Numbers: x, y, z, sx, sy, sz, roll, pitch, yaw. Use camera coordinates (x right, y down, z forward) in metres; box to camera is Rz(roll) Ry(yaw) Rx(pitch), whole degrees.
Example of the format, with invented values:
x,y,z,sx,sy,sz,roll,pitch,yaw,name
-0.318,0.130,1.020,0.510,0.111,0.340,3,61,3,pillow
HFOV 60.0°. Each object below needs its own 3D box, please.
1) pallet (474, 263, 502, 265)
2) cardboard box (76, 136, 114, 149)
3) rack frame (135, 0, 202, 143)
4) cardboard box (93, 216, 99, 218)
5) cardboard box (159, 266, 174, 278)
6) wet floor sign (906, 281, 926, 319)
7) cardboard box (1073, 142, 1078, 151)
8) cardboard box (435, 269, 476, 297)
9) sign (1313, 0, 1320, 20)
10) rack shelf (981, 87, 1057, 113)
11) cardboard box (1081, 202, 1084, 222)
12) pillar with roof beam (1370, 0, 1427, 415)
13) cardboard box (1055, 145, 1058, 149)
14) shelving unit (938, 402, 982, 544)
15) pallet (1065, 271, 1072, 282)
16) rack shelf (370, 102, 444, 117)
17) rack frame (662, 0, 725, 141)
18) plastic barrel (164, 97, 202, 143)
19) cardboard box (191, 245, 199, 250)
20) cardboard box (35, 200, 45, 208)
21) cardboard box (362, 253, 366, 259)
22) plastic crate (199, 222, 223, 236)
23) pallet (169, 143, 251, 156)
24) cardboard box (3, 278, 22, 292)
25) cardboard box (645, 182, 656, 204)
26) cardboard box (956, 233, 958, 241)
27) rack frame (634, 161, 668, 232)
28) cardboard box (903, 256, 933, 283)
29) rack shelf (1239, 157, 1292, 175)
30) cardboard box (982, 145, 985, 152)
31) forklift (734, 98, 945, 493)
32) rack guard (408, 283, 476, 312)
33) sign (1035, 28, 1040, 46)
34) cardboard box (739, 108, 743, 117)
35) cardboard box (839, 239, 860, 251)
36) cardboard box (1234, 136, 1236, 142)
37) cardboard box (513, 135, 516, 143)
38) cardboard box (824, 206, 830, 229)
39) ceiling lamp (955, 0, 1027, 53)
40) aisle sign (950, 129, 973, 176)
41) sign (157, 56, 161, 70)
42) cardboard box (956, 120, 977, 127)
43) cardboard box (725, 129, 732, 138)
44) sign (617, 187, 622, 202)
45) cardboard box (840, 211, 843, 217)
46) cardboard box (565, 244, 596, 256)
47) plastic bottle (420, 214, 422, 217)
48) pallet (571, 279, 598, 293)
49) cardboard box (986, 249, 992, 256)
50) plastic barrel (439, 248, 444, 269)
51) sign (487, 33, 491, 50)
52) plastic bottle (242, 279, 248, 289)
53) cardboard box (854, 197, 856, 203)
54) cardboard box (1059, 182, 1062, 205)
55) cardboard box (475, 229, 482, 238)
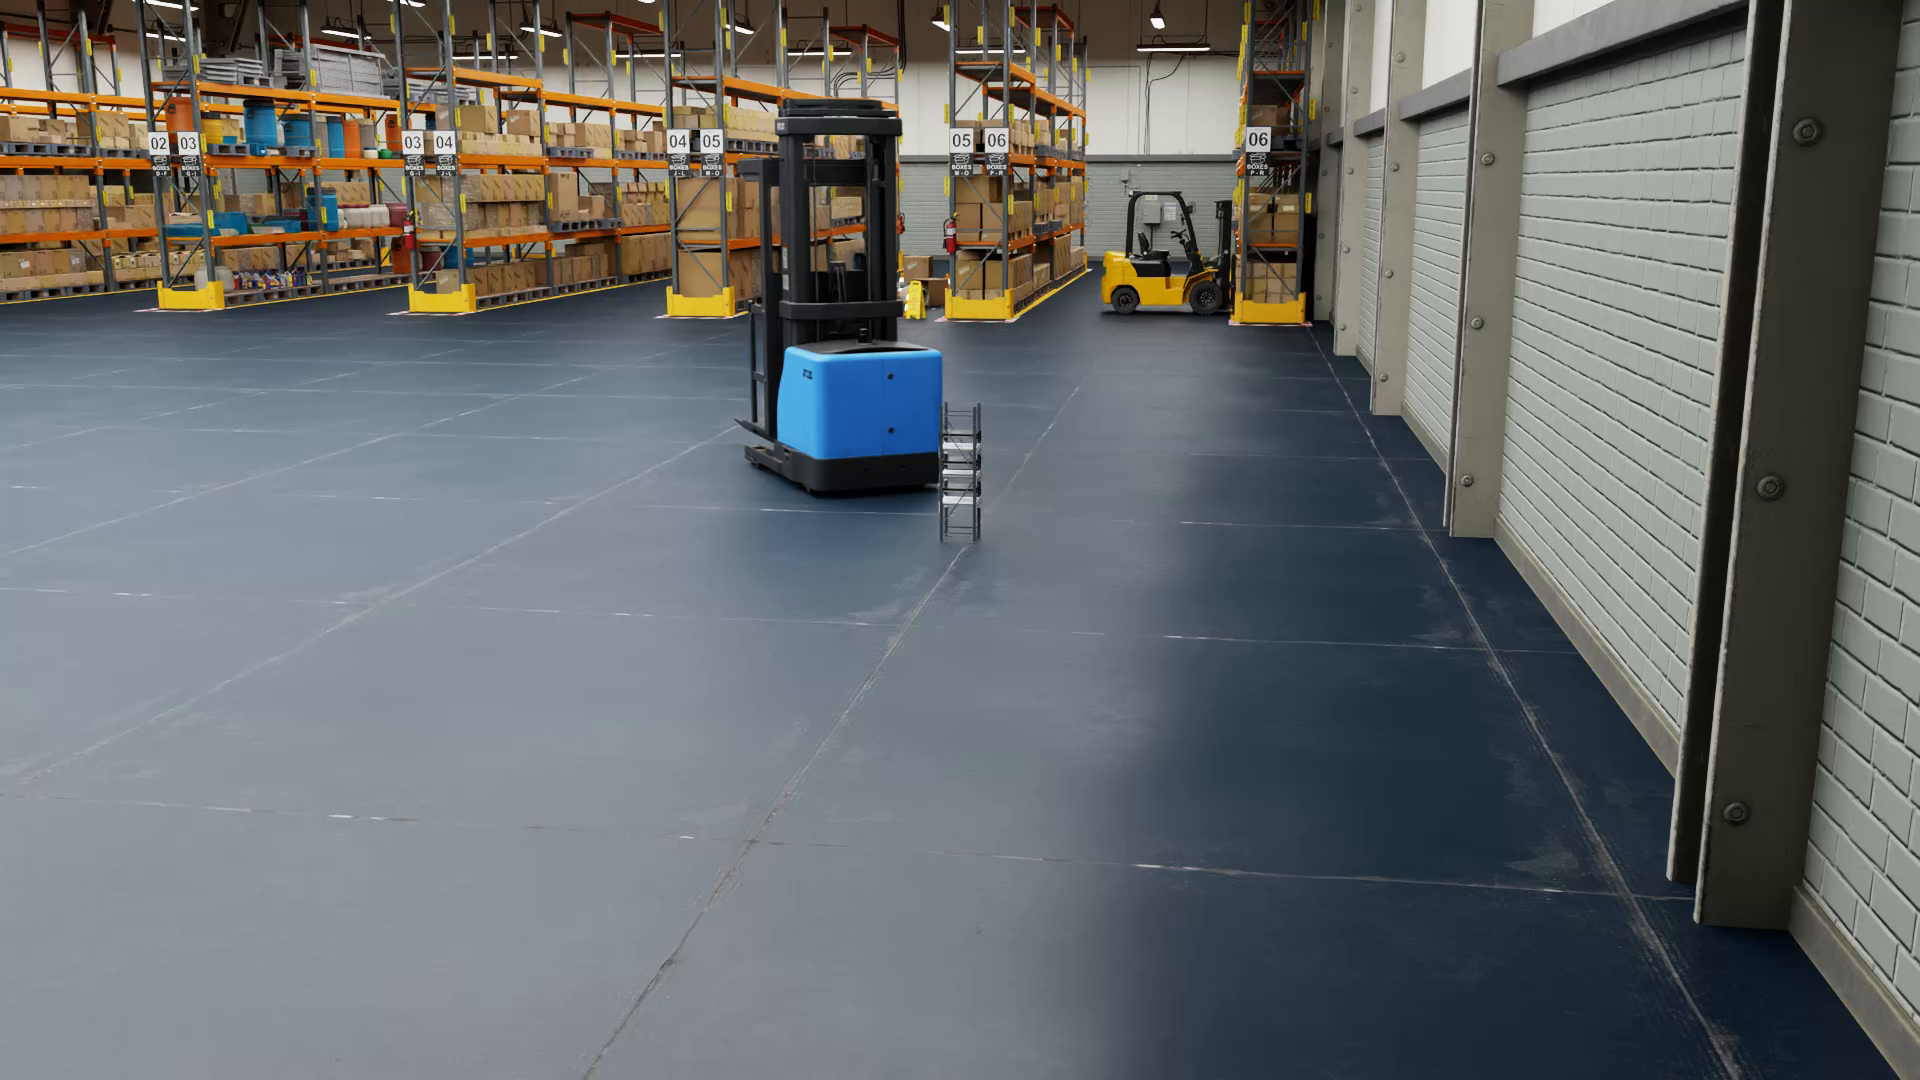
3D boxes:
x,y,z,sx,sy,sz,roll,pitch,yaw,name
-12.442,-7.088,43.380,1.003,0.211,1.213,2,12,9,pallet
-18.536,-8.519,35.641,0.500,0.250,0.500,3,13,15,cardboard box
-14.362,-8.731,30.147,1.000,3.000,0.127,2,12,9,rack frame
-22.263,-8.214,42.534,0.380,0.149,0.250,2,12,9,cardboard box
-18.098,-6.050,37.474,0.500,0.250,0.500,2,12,10,cardboard box
-0.762,-4.161,28.770,0.267,0.644,0.232,7,14,28,wet floor sign
2.805,-10.198,43.196,0.500,0.250,0.500,1,12,3,cardboard box
-9.355,-4.751,30.854,0.500,0.500,0.500,4,13,19,cardboard box
5.777,-8.604,26.965,0.100,0.325,0.005,2,12,9,sign
1.247,-8.951,33.826,1.077,0.370,4.000,2,12,9,rack shelf
2.972,-8.587,43.483,0.500,0.500,0.500,2,12,9,cardboard box
0.128,-5.847,16.763,9.100,9.000,0.400,2,12,9,pillar with roof beam
2.027,-8.974,37.951,0.380,0.166,0.250,3,13,13,cardboard box
0.001,-0.442,10.906,0.258,0.900,0.210,2,12,9,shelving unit
2.126,-6.289,39.673,1.003,0.211,1.213,2,12,9,pallet
-12.824,-10.266,39.924,1.077,0.370,4.000,2,12,9,rack shelf
-4.582,-8.389,28.559,1.000,3.000,0.127,2,12,9,rack frame
-14.413,-7.785,30.862,0.600,0.830,0.708,2,12,9,plastic barrel
-21.776,-8.180,46.768,0.700,0.500,0.500,2,12,8,cardboard box
-18.705,-6.775,33.534,0.380,0.149,0.250,2,12,11,cardboard box
-16.786,-7.918,46.295,0.380,0.166,0.250,2,12,9,cardboard box
-14.475,-5.975,31.950,0.499,0.251,0.408,2,12,9,plastic crate
-14.138,-7.342,31.267,1.003,0.211,1.213,2,12,9,pallet
-18.880,-5.030,32.741,0.500,0.250,0.500,2,12,9,cardboard box
-7.829,-8.400,40.230,0.797,0.503,0.637,2,12,9,cardboard box
0.100,-5.335,29.226,0.380,0.149,0.250,2,12,8,cardboard box
-7.622,-8.136,41.626,1.000,3.000,0.127,2,12,9,rack frame
-0.824,-5.349,32.831,0.500,0.500,0.500,2,12,9,cardboard box
6.152,-7.521,33.357,1.077,0.370,4.000,2,12,9,rack shelf
0.288,-6.901,29.373,0.380,0.149,0.250,2,12,9,cardboard box
-1.151,-2.054,13.565,1.130,2.935,3.031,-5,13,-22,forklift
-9.456,-4.432,30.371,1.175,0.500,0.348,2,12,9,rack guard
1.473,-9.556,31.570,0.100,0.325,0.005,2,12,9,sign
-4.098,-7.661,29.771,0.380,0.149,0.250,2,12,9,cardboard box
-2.694,-7.034,39.670,0.500,0.250,0.500,2,12,11,cardboard box
6.596,-9.350,38.795,0.380,0.149,0.250,2,12,10,cardboard box
-8.831,-7.764,32.190,0.380,0.149,0.250,2,12,11,cardboard box
-3.156,-7.068,36.433,0.500,0.500,0.500,2,12,9,cardboard box
0.802,-15.071,45.710,2.000,3.185,0.800,2,12,9,ceiling lamp
0.028,-6.584,28.254,0.394,0.787,0.004,2,12,9,aisle sign
-18.563,-11.069,38.588,0.100,0.325,0.005,2,12,9,sign
0.085,-7.130,28.542,0.380,0.149,0.250,2,12,9,cardboard box
-4.213,-7.115,29.130,0.380,0.149,0.250,2,12,9,cardboard box
-7.700,-7.815,37.576,0.100,0.325,0.005,2,12,9,sign
-2.923,-7.514,38.341,0.380,0.149,0.250,2,12,11,cardboard box
-8.382,-6.412,36.734,0.500,0.250,0.500,3,13,15,cardboard box
-12.674,-7.579,39.336,0.152,0.276,0.135,2,12,9,plastic bottle
-8.549,-5.524,36.126,1.003,0.211,1.213,2,12,9,pallet
0.388,-5.393,31.108,0.380,0.149,0.250,3,12,12,cardboard box
-12.901,-6.911,40.849,0.421,0.512,0.421,0,12,0,plastic barrel
-9.402,-9.954,33.229,0.100,0.325,0.005,2,12,9,sign
-14.299,-5.122,33.240,0.097,0.201,0.097,0,12,0,plastic bottle
-2.688,-8.128,39.776,0.380,0.149,0.250,1,12,7,cardboard box
2.034,-7.825,37.574,0.500,0.500,0.500,2,12,10,cardboard box
-9.078,-5.670,30.778,0.380,0.149,0.250,2,12,9,cardboard box
